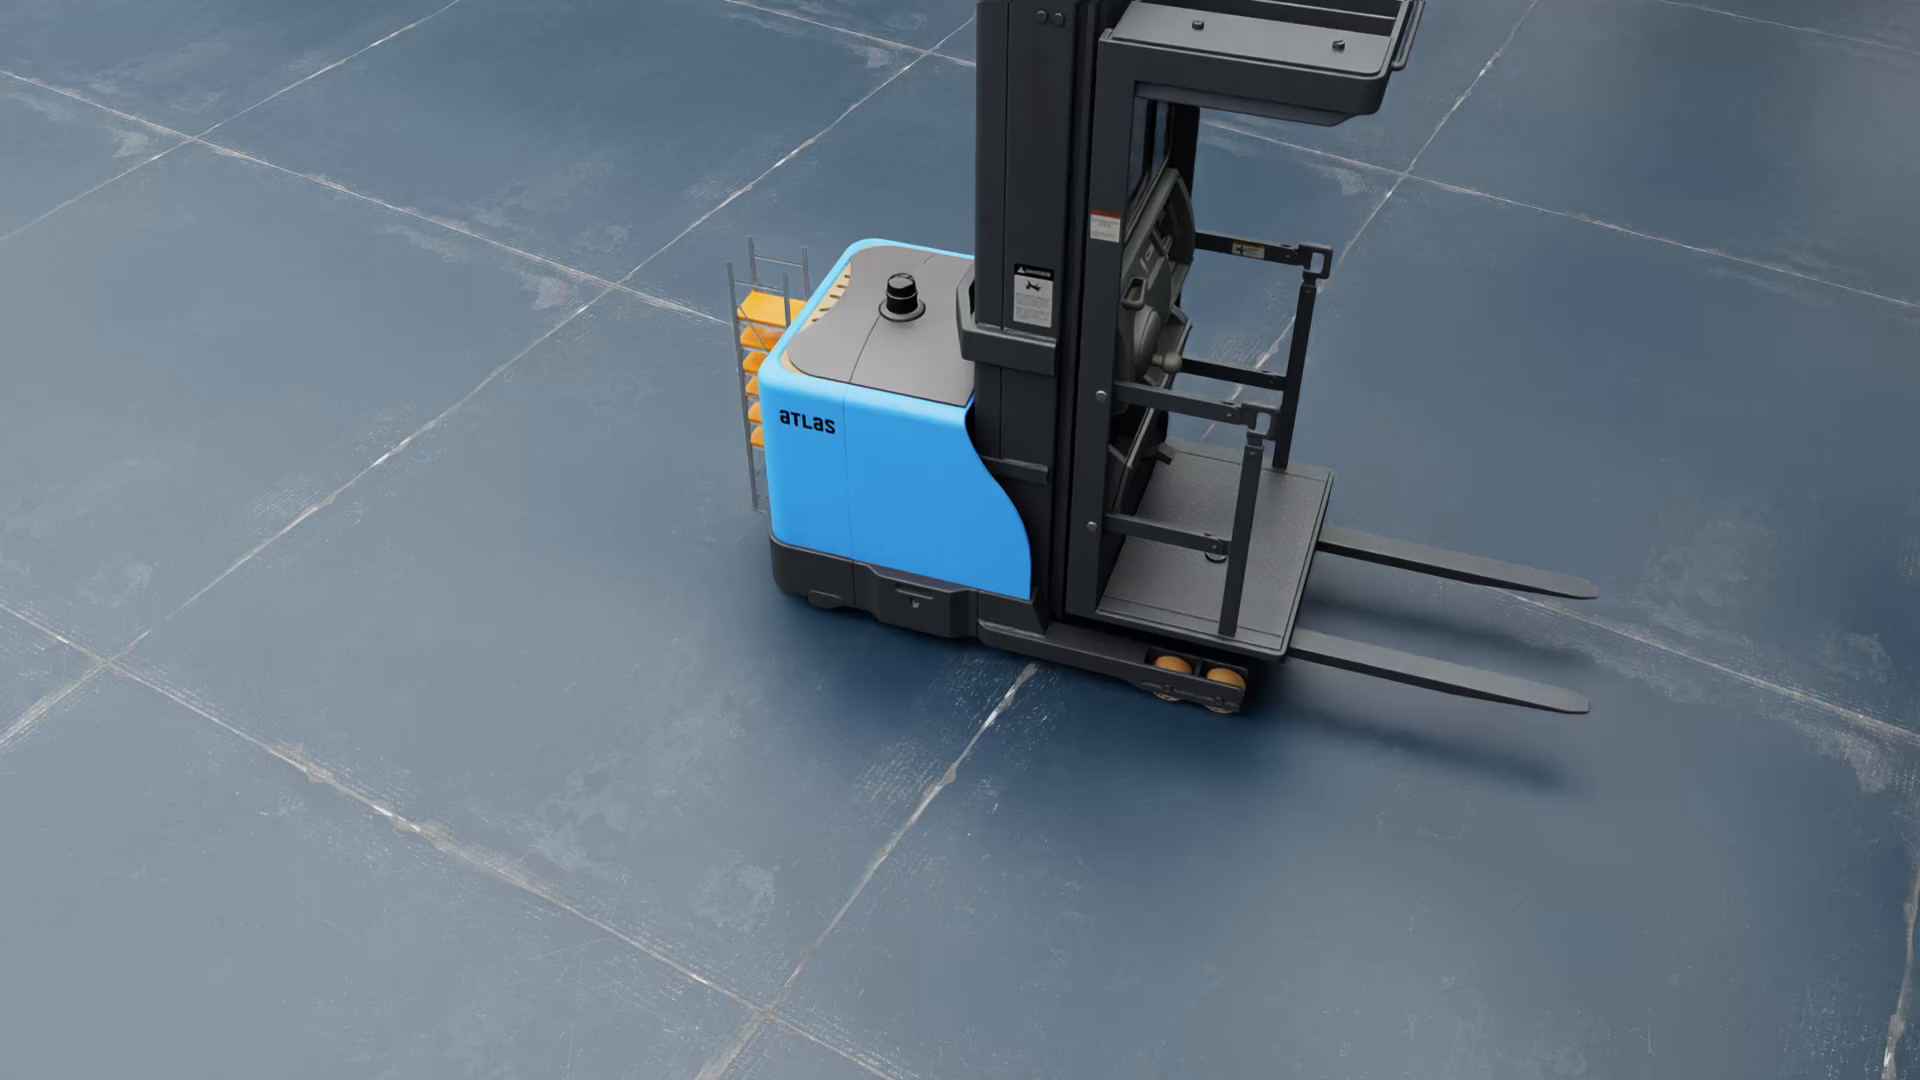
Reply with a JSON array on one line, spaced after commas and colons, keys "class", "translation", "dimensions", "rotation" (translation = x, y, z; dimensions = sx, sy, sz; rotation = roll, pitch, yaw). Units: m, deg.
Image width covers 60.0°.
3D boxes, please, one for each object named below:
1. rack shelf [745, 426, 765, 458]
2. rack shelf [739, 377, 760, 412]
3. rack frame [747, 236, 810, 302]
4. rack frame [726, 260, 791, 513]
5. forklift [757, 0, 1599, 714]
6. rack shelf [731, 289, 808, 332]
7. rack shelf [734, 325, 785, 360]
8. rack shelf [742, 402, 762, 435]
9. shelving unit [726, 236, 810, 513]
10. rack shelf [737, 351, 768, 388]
[{"class": "rack shelf", "translation": [-0.712, -0.392, 6.717], "dimensions": [0.258, 0.103, 0.180], "rotation": [13, 43, 14]}, {"class": "rack shelf", "translation": [-0.712, -0.572, 6.559], "dimensions": [0.258, 0.103, 0.180], "rotation": [13, 43, 14]}, {"class": "rack frame", "translation": [-0.683, -0.663, 6.594], "dimensions": [0.240, 1.200, 0.006], "rotation": [13, 43, 14]}, {"class": "rack frame", "translation": [-0.742, -0.548, 6.464], "dimensions": [0.240, 1.200, 0.006], "rotation": [13, 43, 14]}, {"class": "forklift", "translation": [0.846, -0.869, 5.519], "dimensions": [3.031, 2.935, 1.130], "rotation": [13, 43, 14]}, {"class": "rack shelf", "translation": [-0.713, -0.842, 6.321], "dimensions": [0.258, 0.103, 0.180], "rotation": [13, 43, 14]}, {"class": "rack shelf", "translation": [-0.712, -0.752, 6.400], "dimensions": [0.258, 0.103, 0.180], "rotation": [13, 43, 14]}, {"class": "rack shelf", "translation": [-0.712, -0.482, 6.638], "dimensions": [0.258, 0.103, 0.180], "rotation": [13, 43, 14]}, {"class": "shelving unit", "translation": [-0.712, -0.605, 6.529], "dimensions": [0.258, 1.200, 0.189], "rotation": [13, 43, 14]}, {"class": "rack shelf", "translation": [-0.712, -0.662, 6.480], "dimensions": [0.258, 0.103, 0.180], "rotation": [13, 43, 14]}]
